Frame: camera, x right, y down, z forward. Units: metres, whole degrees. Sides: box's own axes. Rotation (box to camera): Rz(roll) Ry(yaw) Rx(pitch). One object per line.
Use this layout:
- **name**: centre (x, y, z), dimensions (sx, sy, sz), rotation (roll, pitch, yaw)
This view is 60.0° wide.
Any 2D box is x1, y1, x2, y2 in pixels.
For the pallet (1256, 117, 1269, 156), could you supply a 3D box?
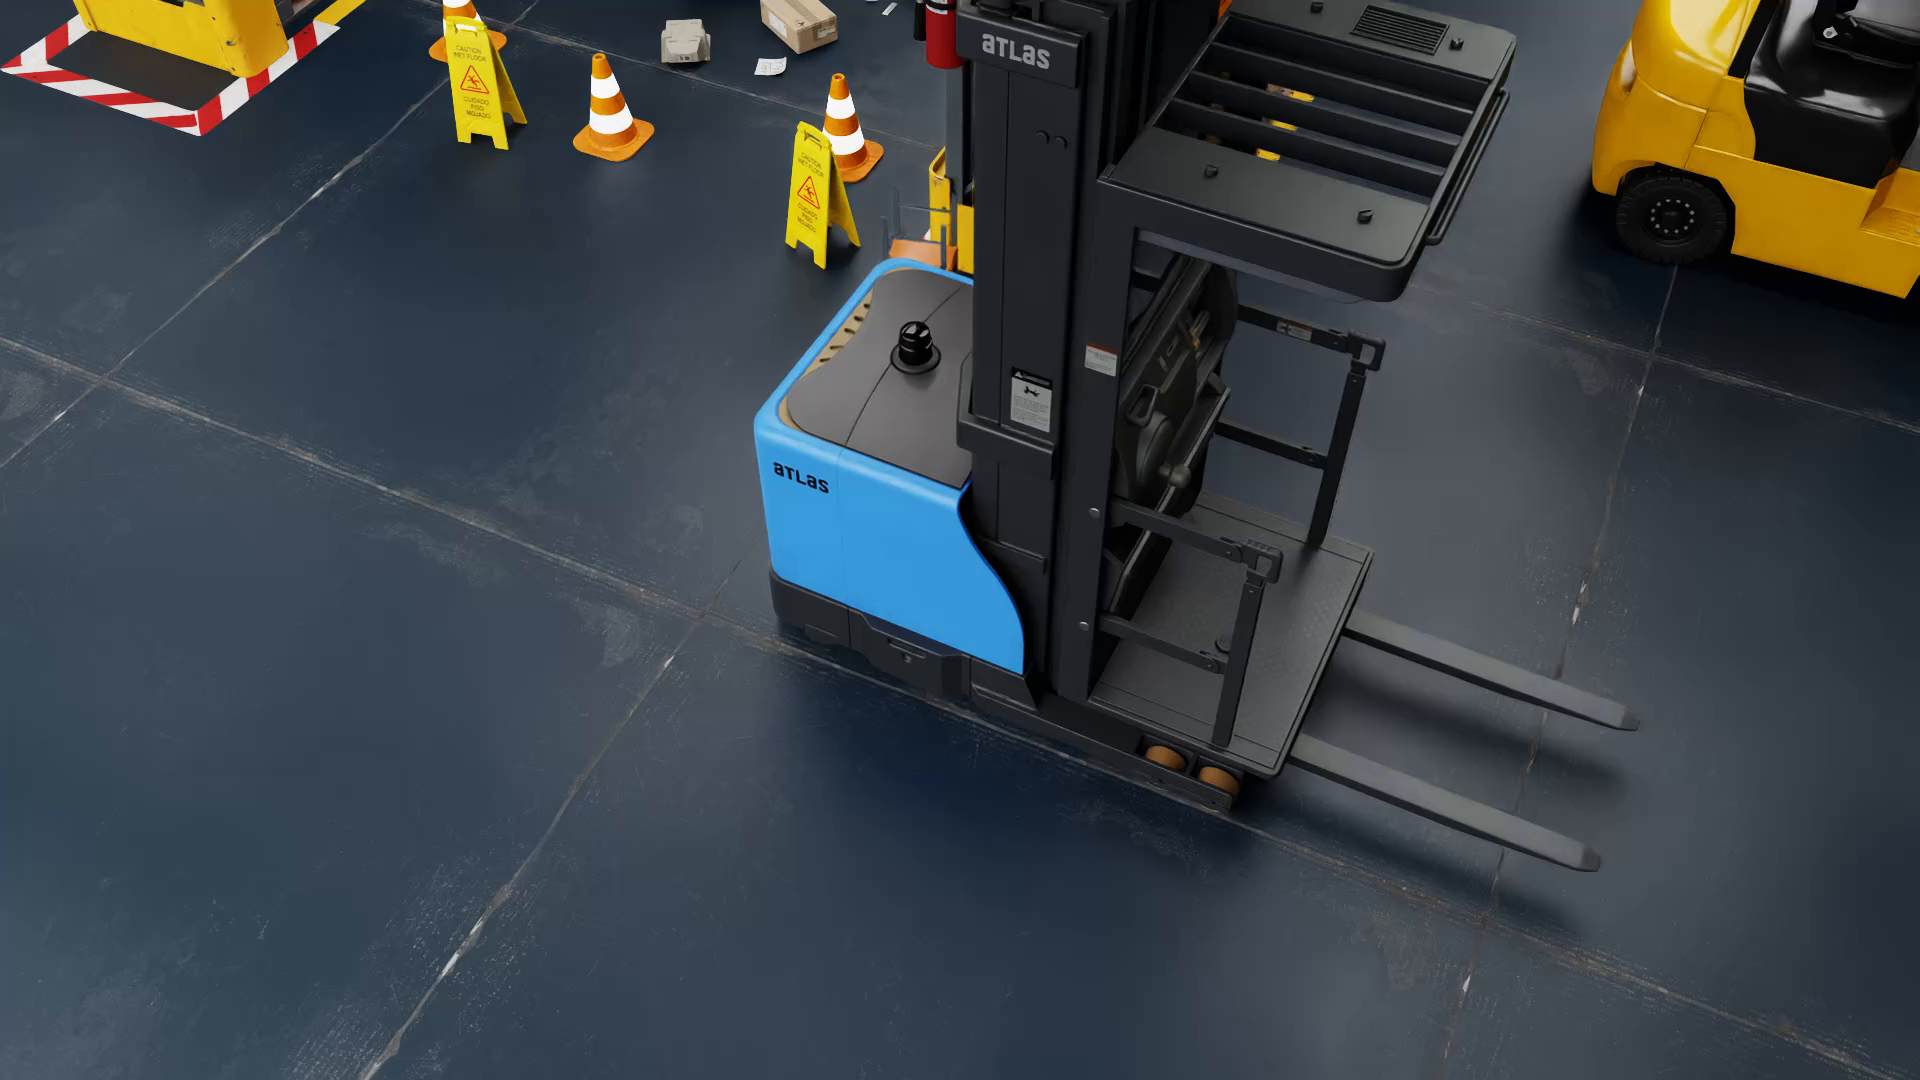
- **pallet**: centre (0.824, -1.826, 7.980), dimensions (1.003, 0.211, 1.213), rotation (20, 52, 16)

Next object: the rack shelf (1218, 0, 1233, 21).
- **rack shelf**: centre (1.267, -3.273, 7.853), dimensions (1.077, 0.370, 4.000), rotation (20, 52, 16)

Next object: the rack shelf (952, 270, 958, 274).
- **rack shelf**: centre (-0.147, -0.947, 6.326), dimensions (0.258, 0.103, 0.180), rotation (9, 50, 8)

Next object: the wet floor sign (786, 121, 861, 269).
- **wet floor sign**: centre (-0.636, -1.583, 7.489), dimensions (0.232, 0.644, 0.267), rotation (-37, 59, -27)

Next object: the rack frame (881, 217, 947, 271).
- **rack frame**: centre (-0.166, -0.752, 6.417), dimensions (0.240, 1.200, 0.006), rotation (9, 50, 8)

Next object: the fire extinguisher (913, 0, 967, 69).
- **fire extinguisher**: centre (-0.053, -2.175, 6.497), dimensions (0.296, 0.674, 0.183), rotation (20, 52, 16)

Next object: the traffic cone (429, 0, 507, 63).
- **traffic cone**: centre (-2.595, -2.751, 8.603), dimensions (0.336, 0.463, 0.334), rotation (20, 52, 16)

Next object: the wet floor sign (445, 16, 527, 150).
- **wet floor sign**: centre (-2.328, -2.243, 8.050), dimensions (0.267, 0.644, 0.232), rotation (12, 51, 10)

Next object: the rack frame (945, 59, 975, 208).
- **rack frame**: centre (0.413, -2.129, 6.407), dimensions (1.000, 3.000, 0.127), rotation (20, 52, 16)

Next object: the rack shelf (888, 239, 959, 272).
- **rack shelf**: centre (-0.147, -1.025, 6.235), dimensions (0.258, 0.103, 0.180), rotation (9, 50, 8)

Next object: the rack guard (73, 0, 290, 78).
- **rack guard**: centre (-4.116, -2.843, 8.656), dimensions (1.175, 0.500, 0.348), rotation (20, 52, 16)

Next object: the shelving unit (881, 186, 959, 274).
- **shelving unit**: centre (-0.147, -0.820, 6.475), dimensions (0.258, 1.200, 0.189), rotation (9, 50, 8)

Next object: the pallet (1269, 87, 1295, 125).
- **pallet**: centre (1.347, -2.663, 8.692), dimensions (1.003, 0.211, 1.213), rotation (20, 52, 16)

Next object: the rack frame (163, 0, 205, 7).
- **rack frame**: centre (-4.106, -3.670, 7.718), dimensions (1.000, 3.000, 0.127), rotation (20, 52, 16)

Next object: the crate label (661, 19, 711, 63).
- **crate label**: centre (-1.439, -2.606, 8.692), dimensions (0.250, 0.136, 0.298), rotation (-4, 50, -3)

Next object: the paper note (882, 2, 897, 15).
- **paper note**: centre (-0.380, -2.877, 9.007), dimensions (0.032, 0.001, 0.123), rotation (20, 52, 16)

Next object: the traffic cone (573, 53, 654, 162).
- **traffic cone**: centre (-1.719, -2.150, 8.090), dimensions (0.336, 0.463, 0.334), rotation (20, 52, 16)

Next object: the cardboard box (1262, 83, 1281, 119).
- **cardboard box**: centre (1.232, -2.188, 7.987), dimensions (0.500, 0.250, 0.500), rotation (22, 53, 17)

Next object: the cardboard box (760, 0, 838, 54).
- **cardboard box**: centre (-0.854, -2.764, 8.820), dimensions (0.250, 0.149, 0.380), rotation (-28, 55, -22)

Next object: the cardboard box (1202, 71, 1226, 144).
- **cardboard box**: centre (1.017, -2.099, 7.419), dimensions (0.500, 0.500, 0.500), rotation (18, 52, 15)

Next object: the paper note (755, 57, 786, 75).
- **paper note**: centre (-0.983, -2.465, 8.643), dimensions (0.148, 0.019, 0.142), rotation (4, 50, 3)

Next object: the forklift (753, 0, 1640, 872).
- **forklift**: centre (0.849, -0.475, 5.045), dimensions (3.031, 2.935, 1.130), rotation (21, 53, 17)

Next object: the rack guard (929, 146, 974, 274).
- **rack guard**: centre (0.445, -1.371, 7.404), dimensions (1.175, 0.500, 0.348), rotation (20, 52, 16)

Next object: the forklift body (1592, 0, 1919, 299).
- **forklift body**: centre (4.063, -2.141, 6.974), dimensions (2.313, 2.155, 1.214), rotation (20, 52, 16)

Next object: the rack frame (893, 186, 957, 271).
- **rack frame**: centre (-0.128, -0.888, 6.533), dimensions (0.240, 1.200, 0.006), rotation (9, 50, 8)

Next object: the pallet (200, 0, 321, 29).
- **pallet**: centre (-3.835, -3.342, 9.271), dimensions (1.003, 0.211, 1.213), rotation (20, 52, 16)

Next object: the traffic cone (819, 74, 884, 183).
- **traffic cone**: centre (-0.570, -2.023, 7.982), dimensions (0.336, 0.463, 0.334), rotation (20, 52, 16)
